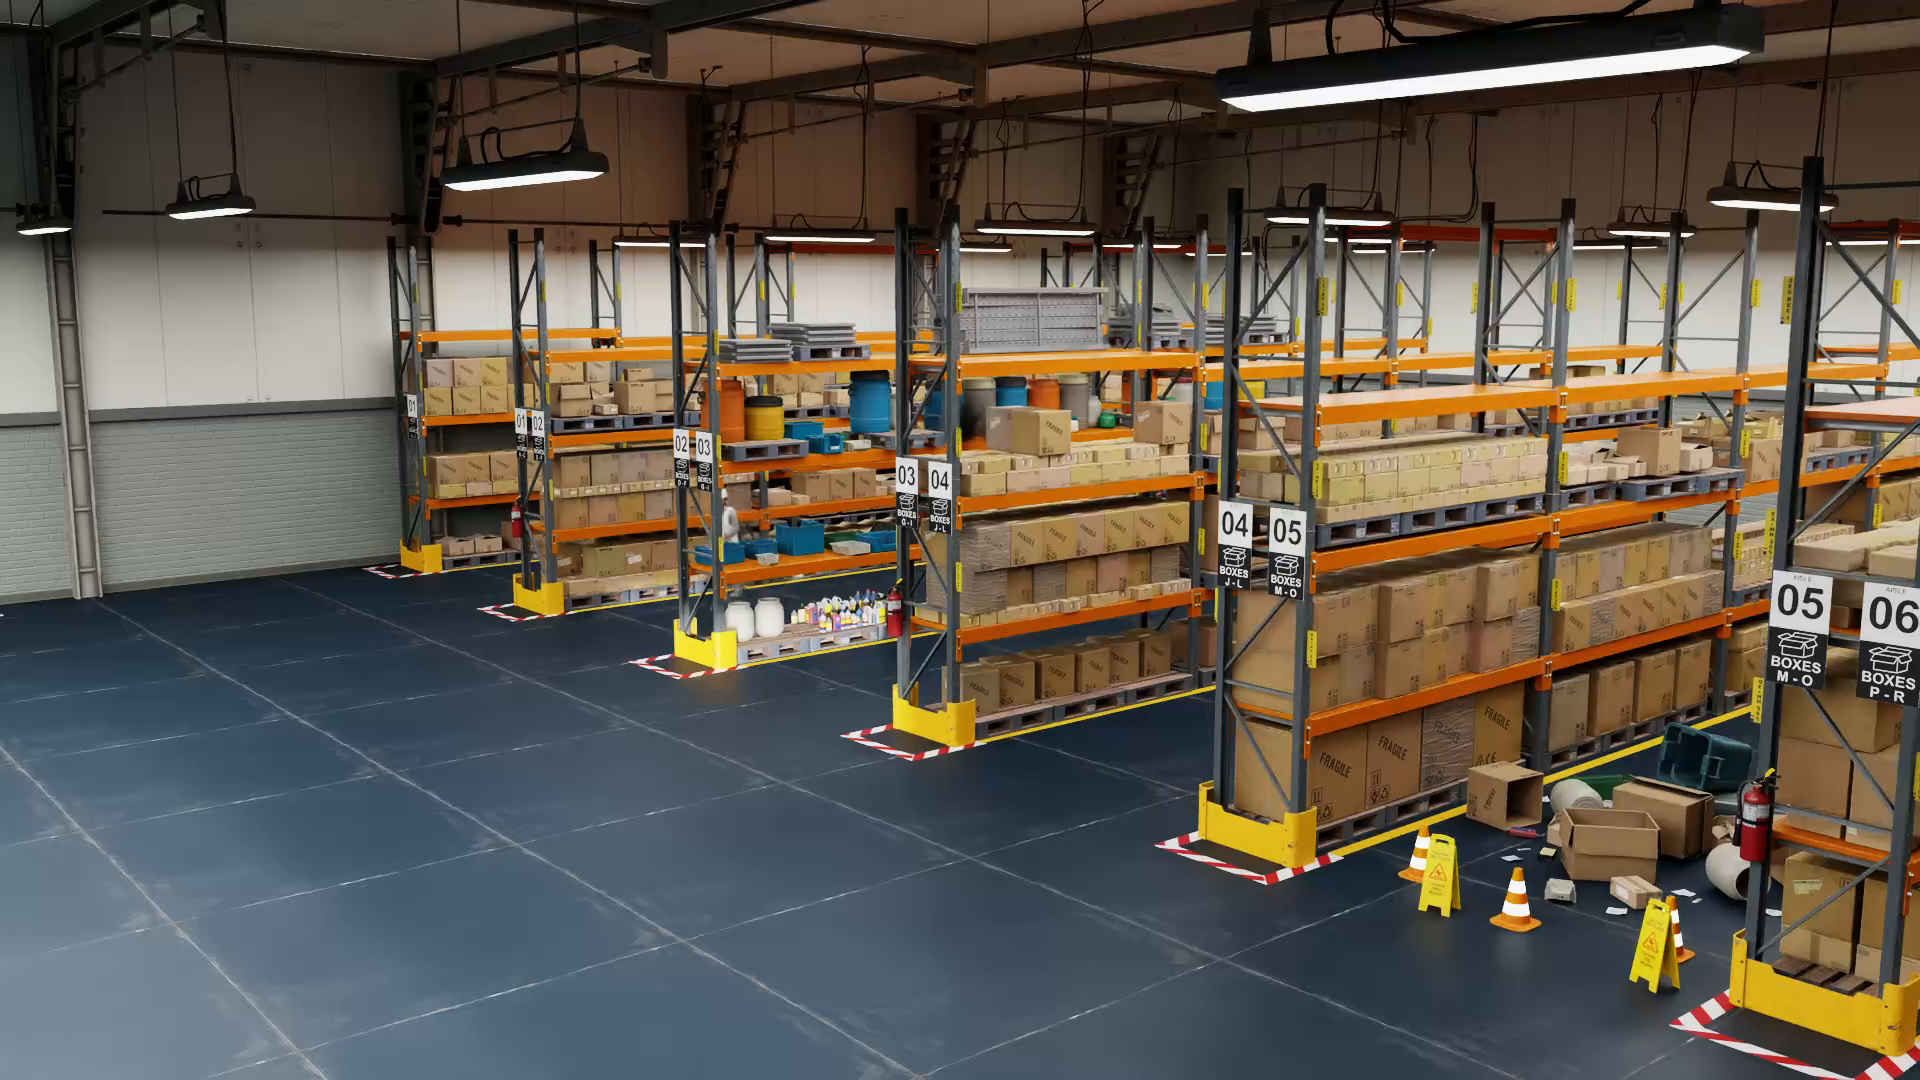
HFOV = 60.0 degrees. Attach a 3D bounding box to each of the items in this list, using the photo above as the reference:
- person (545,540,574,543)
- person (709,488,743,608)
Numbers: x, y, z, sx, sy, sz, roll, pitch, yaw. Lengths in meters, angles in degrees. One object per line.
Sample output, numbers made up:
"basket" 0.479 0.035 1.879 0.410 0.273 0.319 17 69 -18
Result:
"person" -6.872 -0.041 28.609 0.605 1.756 0.847 5 10 30
"person" -3.668 0.120 25.606 0.523 1.872 0.807 3 9 18
